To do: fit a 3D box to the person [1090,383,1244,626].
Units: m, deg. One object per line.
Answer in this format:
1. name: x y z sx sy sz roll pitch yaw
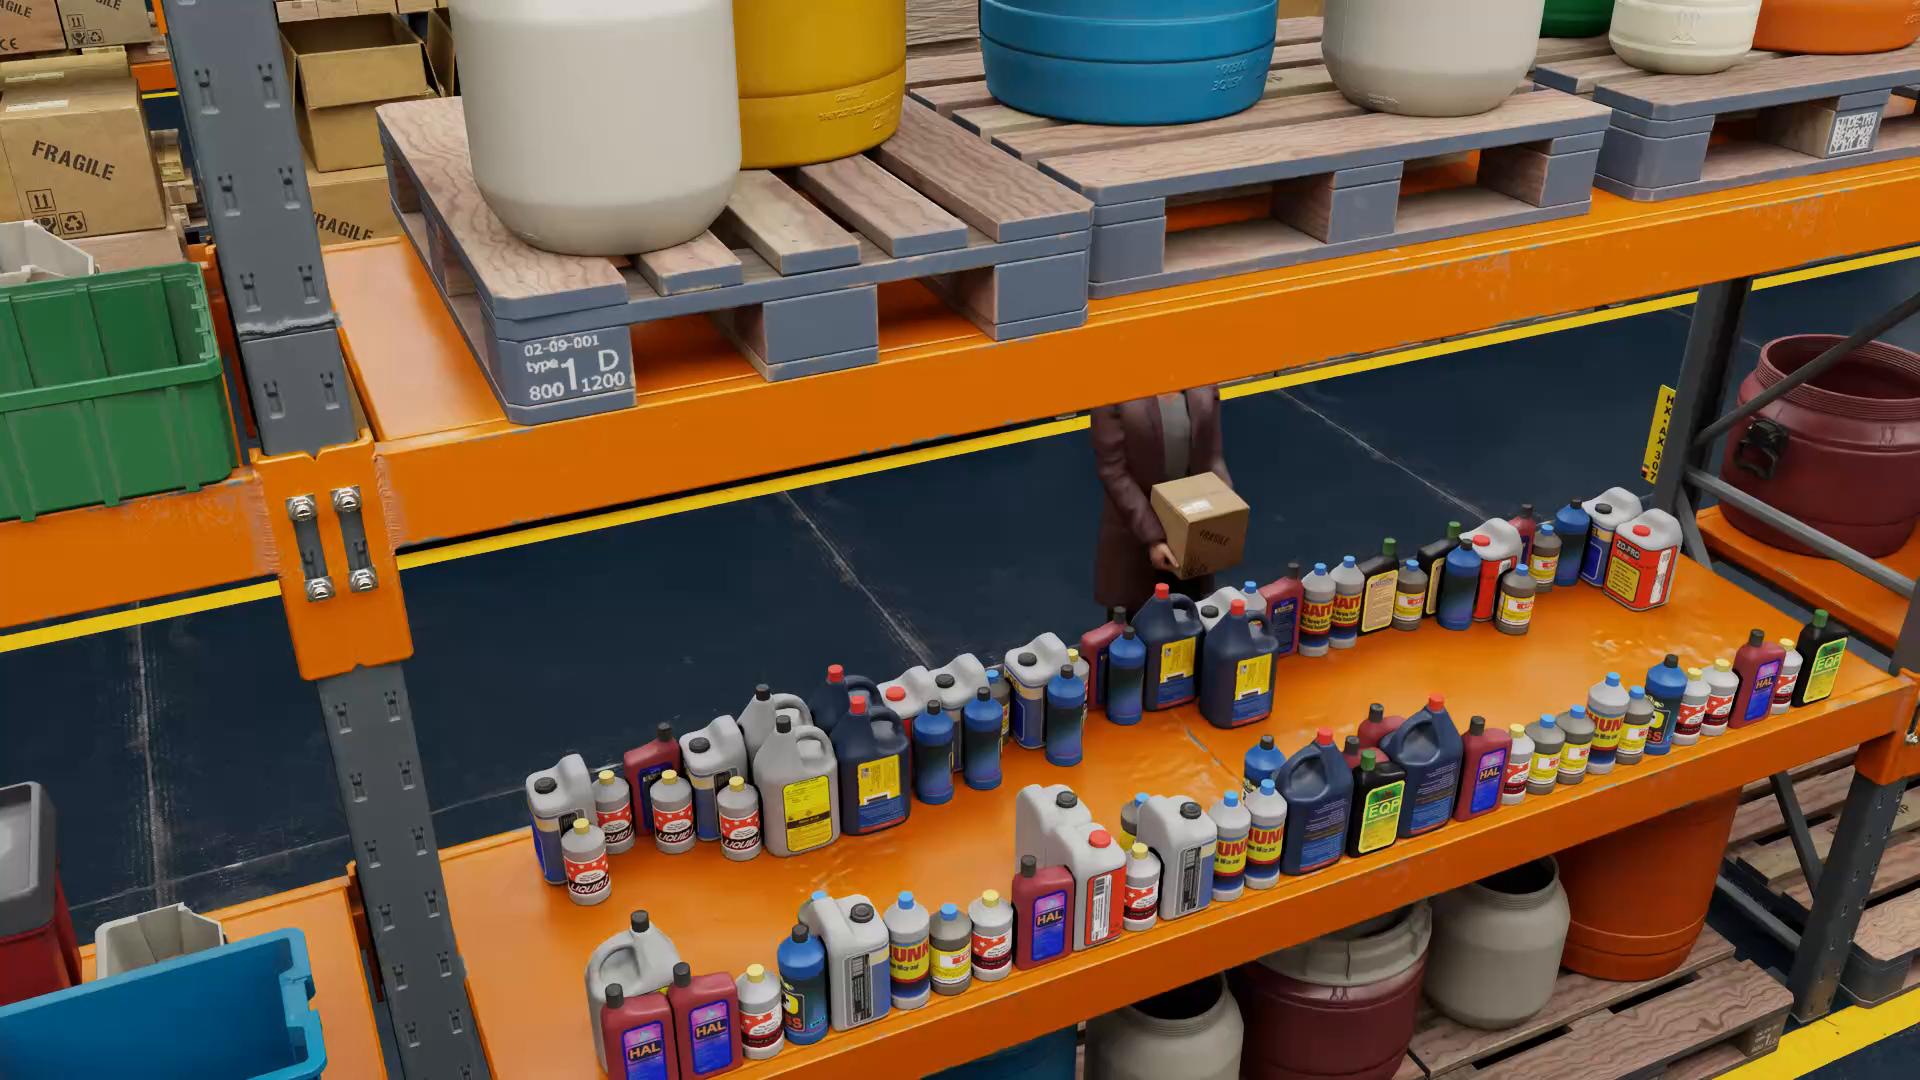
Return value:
1. person: 0.766 0.030 6.093 0.530 1.769 0.562 -13 32 -22
